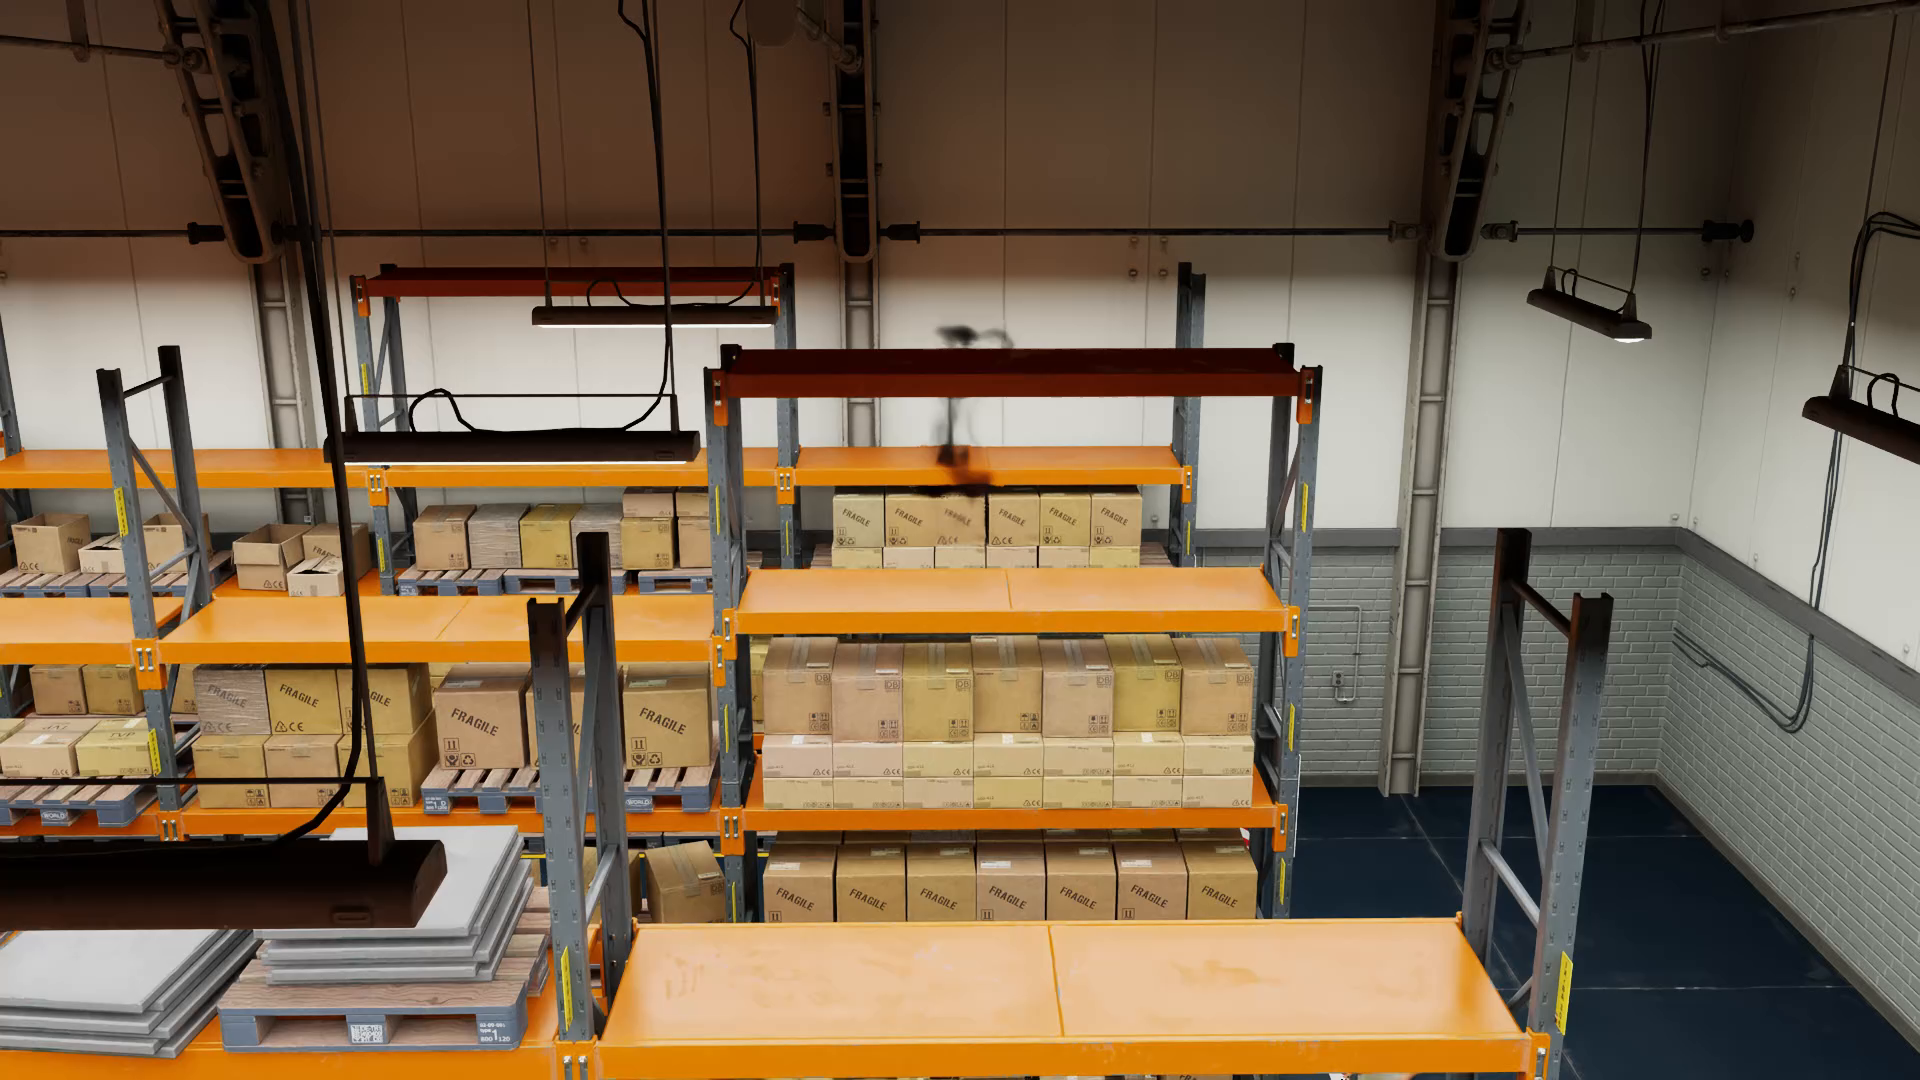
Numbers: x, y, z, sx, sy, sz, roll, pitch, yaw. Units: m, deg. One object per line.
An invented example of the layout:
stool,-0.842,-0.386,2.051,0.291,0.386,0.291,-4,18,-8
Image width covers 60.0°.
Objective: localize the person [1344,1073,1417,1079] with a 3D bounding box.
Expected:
person,3.002,3.973,11.978,0.636,1.681,0.646,12,20,35
